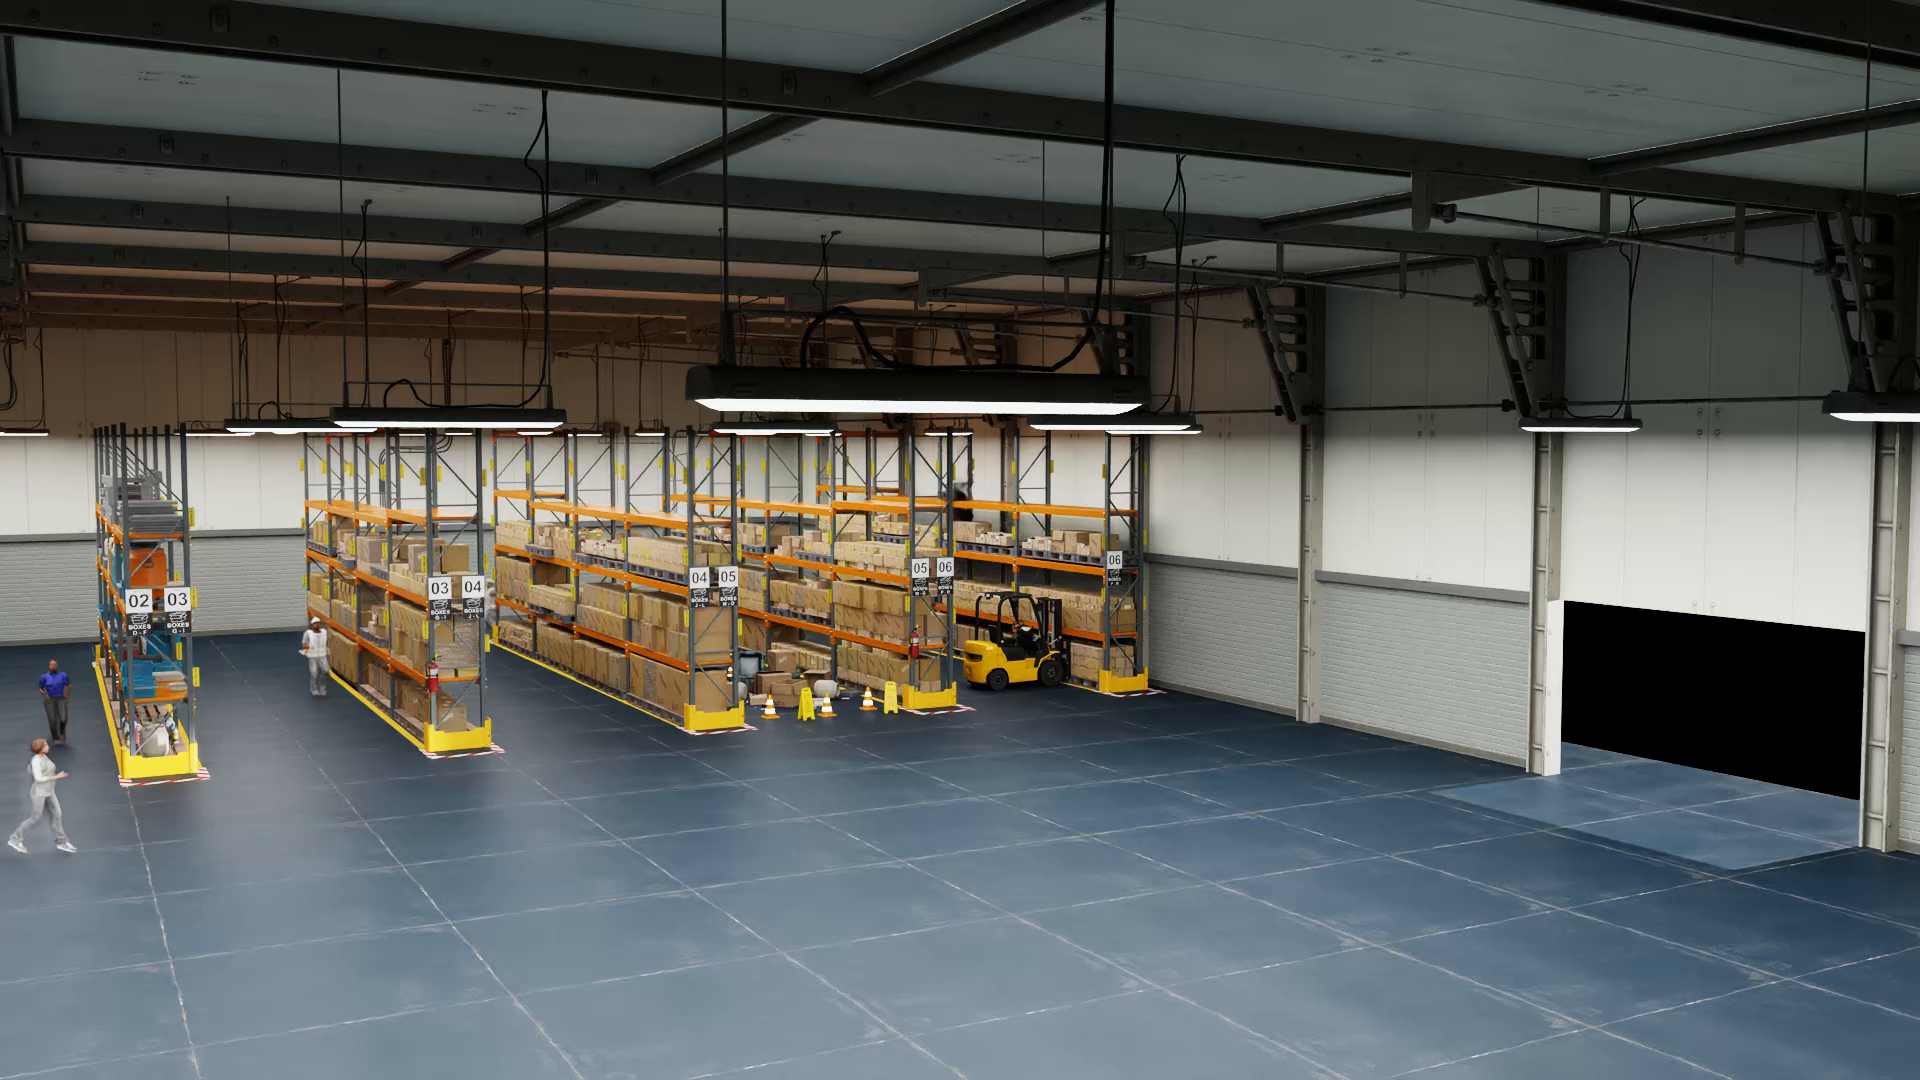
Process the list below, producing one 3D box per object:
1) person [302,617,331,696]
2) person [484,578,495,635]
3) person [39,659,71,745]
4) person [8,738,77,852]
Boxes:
[{"bbox_3d":[-14.251,2.602,36.932,0.645,1.770,0.684,-2,4,-33],"label":"person"},{"bbox_3d":[-13.609,1.944,47.892,0.813,1.749,0.805,-3,4,-38],"label":"person"},{"bbox_3d":[-16.851,3.036,30.994,0.548,1.600,0.563,-2,4,-31],"label":"person"},{"bbox_3d":[-12.614,3.515,22.838,0.821,1.616,0.525,-1,4,-11],"label":"person"}]
